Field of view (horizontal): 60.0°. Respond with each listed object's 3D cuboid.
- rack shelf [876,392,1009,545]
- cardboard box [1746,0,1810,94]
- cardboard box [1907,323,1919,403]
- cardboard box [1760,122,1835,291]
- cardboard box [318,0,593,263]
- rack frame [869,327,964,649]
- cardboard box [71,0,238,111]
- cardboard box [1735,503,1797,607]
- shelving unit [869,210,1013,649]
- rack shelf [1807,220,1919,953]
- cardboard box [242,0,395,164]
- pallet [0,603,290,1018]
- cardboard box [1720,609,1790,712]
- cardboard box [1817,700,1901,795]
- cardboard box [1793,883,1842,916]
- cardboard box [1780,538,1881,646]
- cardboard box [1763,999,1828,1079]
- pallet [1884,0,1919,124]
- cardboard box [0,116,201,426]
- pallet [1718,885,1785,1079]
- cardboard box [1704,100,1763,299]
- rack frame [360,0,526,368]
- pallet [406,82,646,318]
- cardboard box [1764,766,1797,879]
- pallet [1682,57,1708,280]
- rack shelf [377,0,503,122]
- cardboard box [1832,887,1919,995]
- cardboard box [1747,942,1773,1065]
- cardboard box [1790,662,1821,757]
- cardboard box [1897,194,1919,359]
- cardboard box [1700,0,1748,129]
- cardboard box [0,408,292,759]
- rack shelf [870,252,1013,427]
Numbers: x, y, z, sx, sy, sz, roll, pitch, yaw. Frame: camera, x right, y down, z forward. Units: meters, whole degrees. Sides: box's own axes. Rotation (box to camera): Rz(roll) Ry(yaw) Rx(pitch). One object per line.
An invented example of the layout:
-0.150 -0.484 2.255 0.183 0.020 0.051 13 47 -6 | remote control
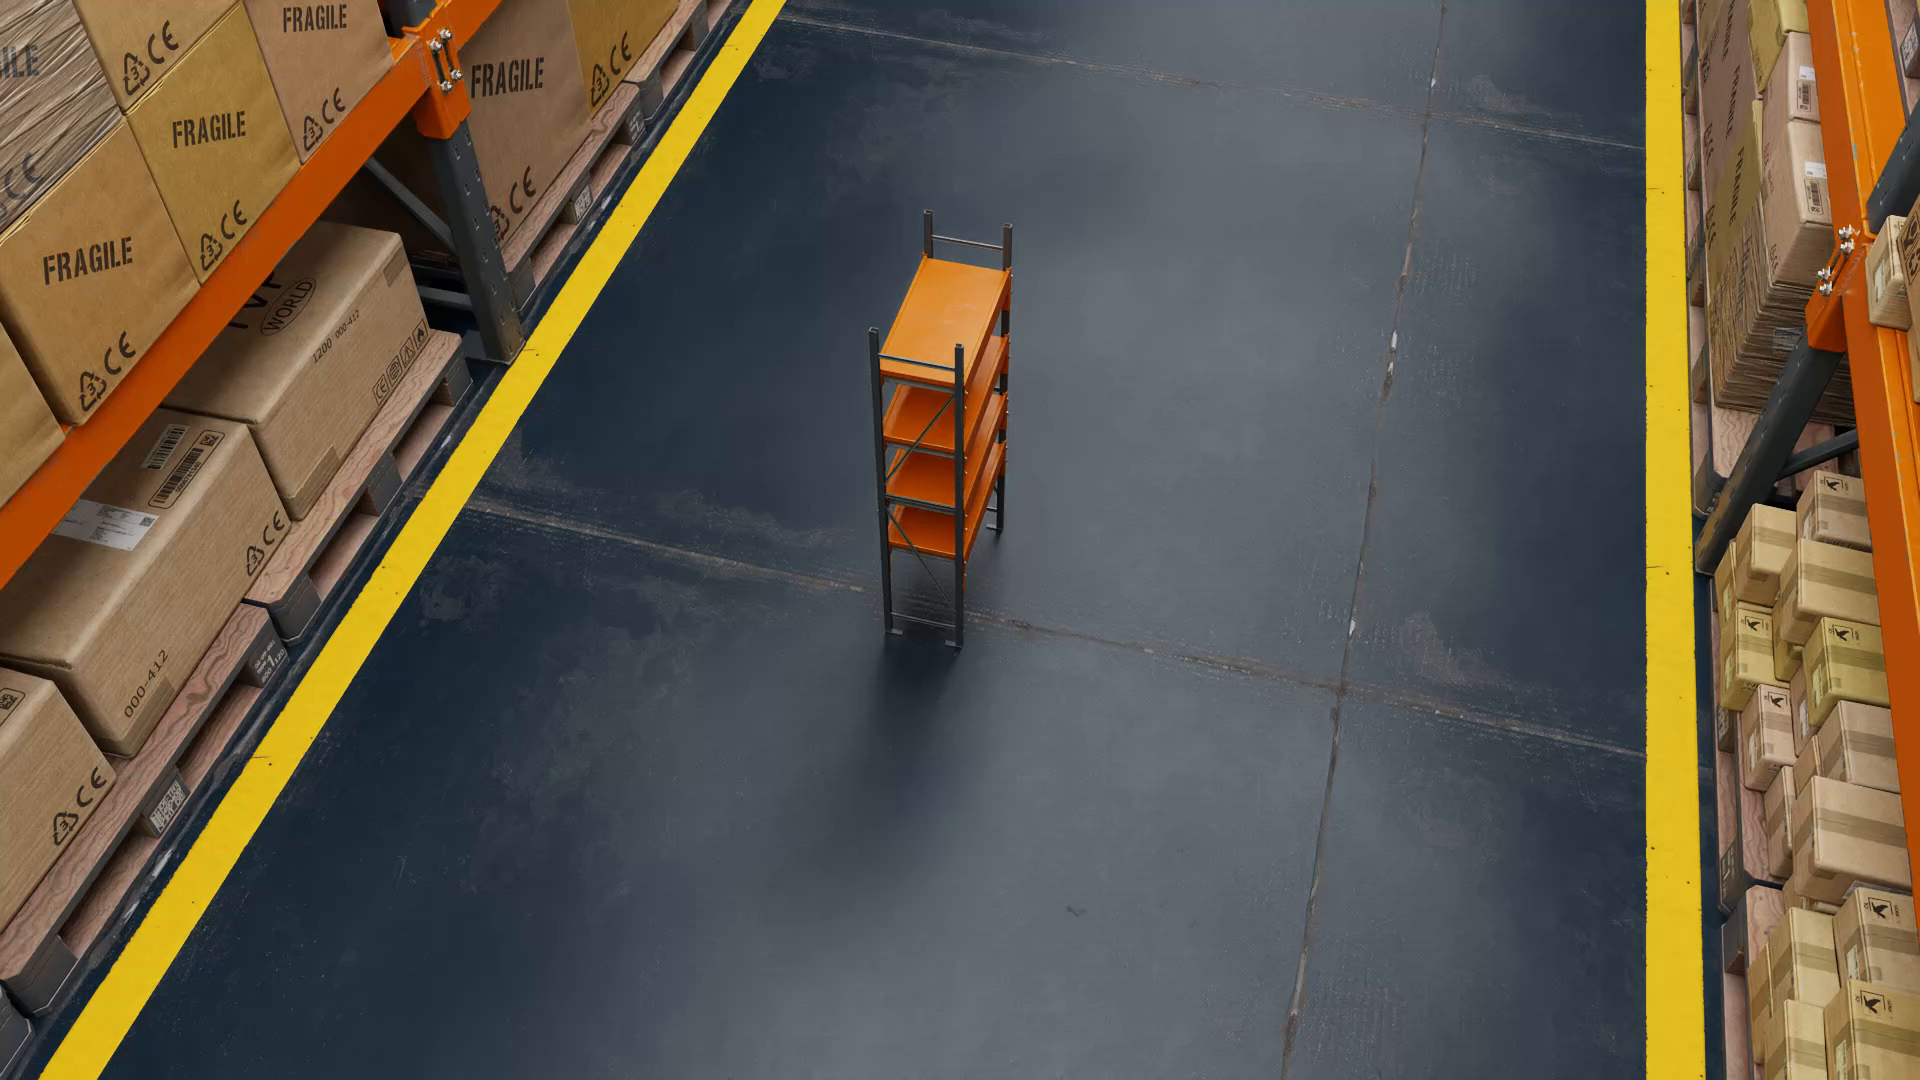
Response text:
-0.044 -0.233 4.745 0.258 0.148 0.480 12 50 10 | rack shelf
3.001 -1.735 5.667 0.500 0.250 0.500 10 49 8 | cardboard box
2.389 -0.407 3.776 0.380 0.149 0.250 13 50 11 | cardboard box
2.728 -0.980 5.002 0.500 0.250 0.500 10 49 9 | cardboard box
-1.940 -1.636 5.830 0.875 0.875 0.875 13 50 11 | cardboard box
-0.108 -0.101 4.539 0.240 1.200 0.015 12 50 10 | rack frame
-2.026 -1.338 3.697 0.500 0.500 0.500 11 49 9 | cardboard box
2.372 0.073 4.608 0.380 0.149 0.250 14 50 12 | cardboard box
-0.044 -0.277 4.694 0.258 1.200 0.503 12 50 10 | shelving unit
2.249 0.853 2.976 1.077 0.370 4.000 12 50 10 | rack shelf
-1.902 -1.383 4.403 0.500 0.500 0.500 12 50 10 | cardboard box
-2.621 0.607 4.574 1.003 0.211 1.213 12 50 10 | pallet
2.300 0.365 4.549 0.380 0.149 0.250 13 50 11 | cardboard box
2.290 0.557 3.982 0.380 0.149 0.250 10 49 9 | cardboard box
2.193 0.846 3.925 0.380 0.149 0.250 14 50 12 | cardboard box
2.356 0.172 4.323 0.380 0.149 0.250 14 50 12 | cardboard box
1.977 1.190 3.622 0.380 0.149 0.250 12 50 10 | cardboard box
3.117 -1.292 4.518 1.003 0.211 1.213 12 50 10 | pallet
-2.150 -0.643 3.750 0.500 0.500 0.500 11 49 9 | cardboard box
2.314 1.469 3.813 1.003 0.211 1.213 12 50 10 | pallet
2.863 -1.100 5.607 0.500 0.500 0.500 11 49 9 | cardboard box
-2.026 -1.736 4.781 1.000 3.000 0.127 12 50 10 | rack frame
-1.896 -1.386 6.332 1.003 0.211 1.213 12 50 10 | pallet
2.266 0.749 4.210 0.380 0.149 0.250 11 49 9 | cardboard box
3.298 -1.358 6.308 1.003 0.211 1.213 12 50 10 | pallet
-1.500 -2.944 6.328 1.077 0.370 4.000 12 50 10 | rack shelf
2.152 0.939 3.645 0.380 0.149 0.250 10 49 8 | cardboard box
2.068 1.119 3.883 0.380 0.149 0.250 10 49 9 | cardboard box
2.362 0.457 4.269 0.380 0.149 0.250 11 50 10 | cardboard box
2.402 -0.655 3.562 0.500 0.500 0.500 11 49 9 | cardboard box
3.137 -1.839 6.260 0.500 0.500 0.500 10 49 9 | cardboard box
-2.530 0.054 4.631 0.875 0.438 0.875 10 49 9 | cardboard box
-0.044 -0.537 4.400 0.258 0.148 0.480 12 50 10 | rack shelf
